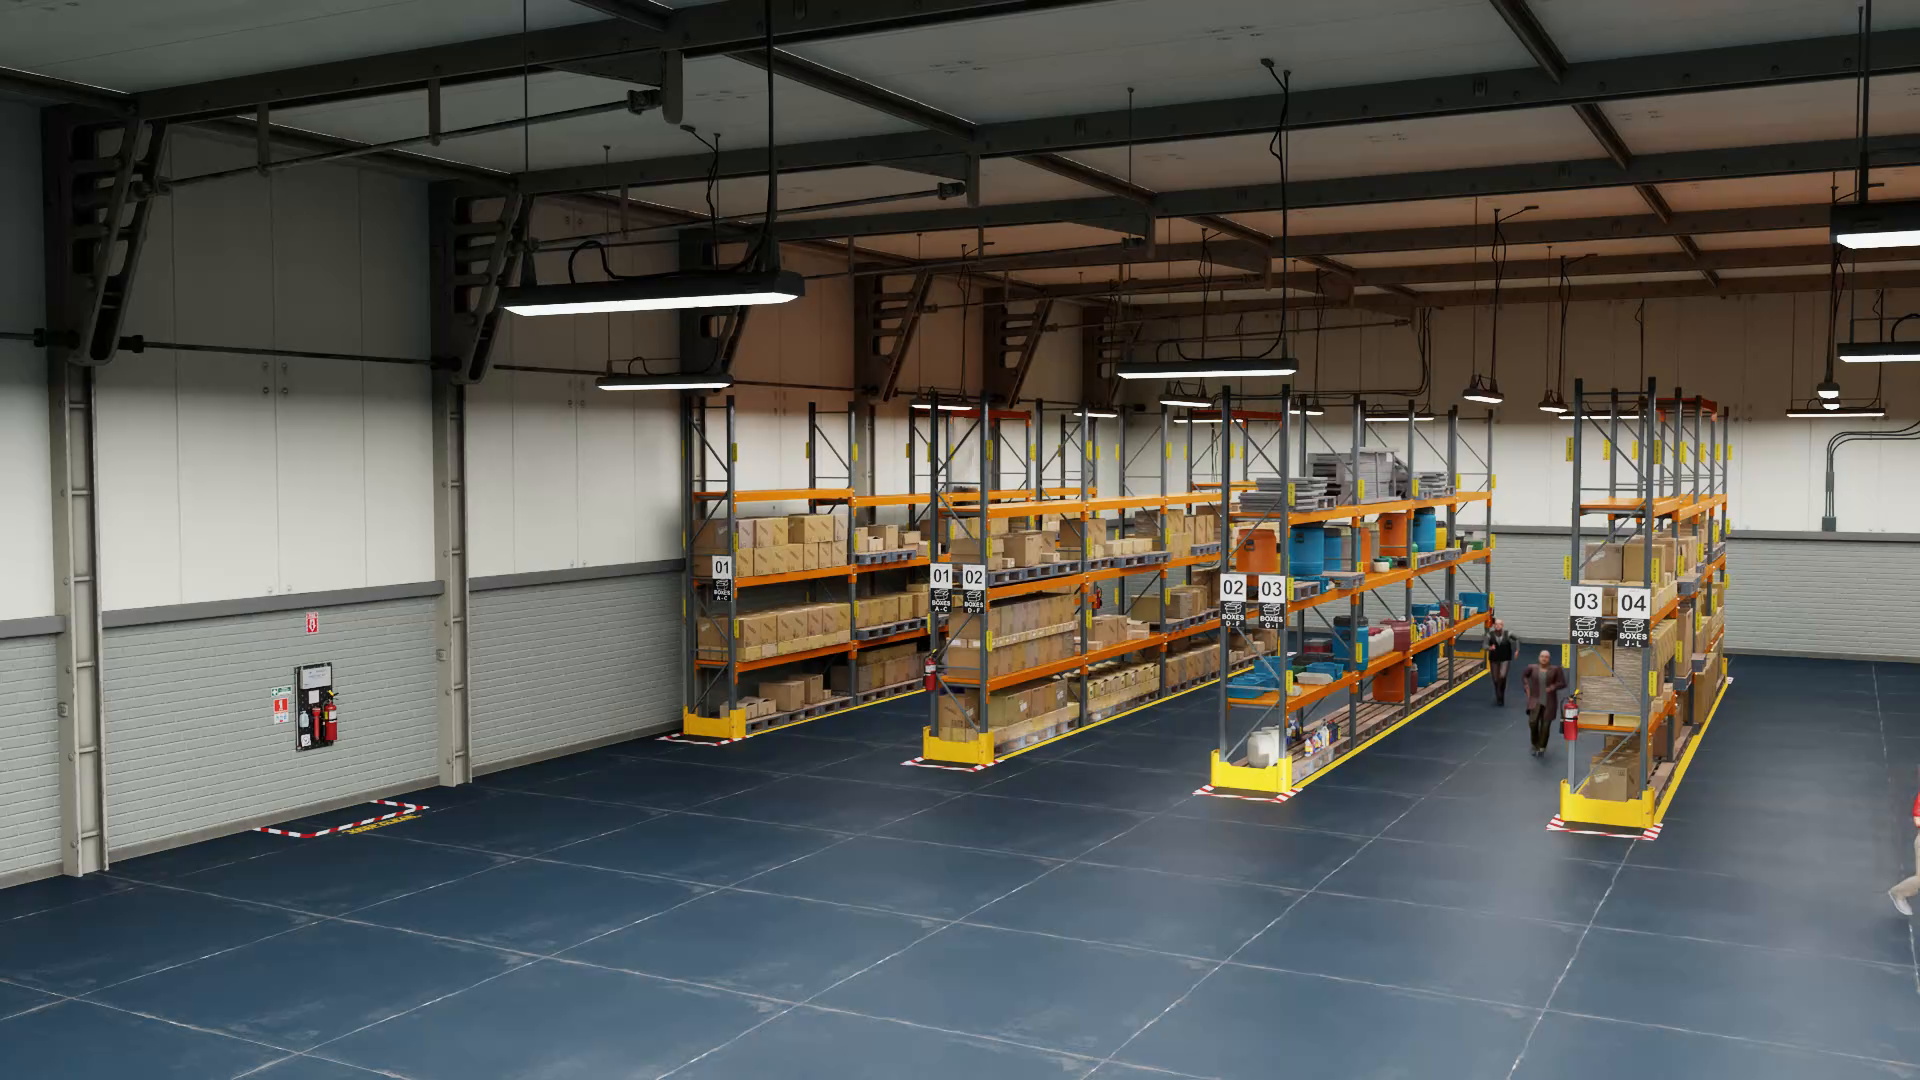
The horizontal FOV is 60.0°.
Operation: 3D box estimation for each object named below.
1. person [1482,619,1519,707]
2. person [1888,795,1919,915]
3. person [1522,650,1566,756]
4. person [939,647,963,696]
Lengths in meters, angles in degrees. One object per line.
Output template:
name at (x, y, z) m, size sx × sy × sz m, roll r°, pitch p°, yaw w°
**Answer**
person at (10.662, 2.419, 32.818) m, size 0.681 × 1.725 × 0.816 m, roll 1°, pitch 3°, yaw 23°
person at (10.204, 3.247, 17.444) m, size 0.693 × 1.783 × 0.938 m, roll -1°, pitch 3°, yaw -24°
person at (9.570, 2.684, 27.318) m, size 0.685 × 1.758 × 0.779 m, roll 1°, pitch 3°, yaw 22°
person at (-0.115, 2.600, 30.399) m, size 0.585 × 1.678 × 0.753 m, roll 2°, pitch 3°, yaw 27°
